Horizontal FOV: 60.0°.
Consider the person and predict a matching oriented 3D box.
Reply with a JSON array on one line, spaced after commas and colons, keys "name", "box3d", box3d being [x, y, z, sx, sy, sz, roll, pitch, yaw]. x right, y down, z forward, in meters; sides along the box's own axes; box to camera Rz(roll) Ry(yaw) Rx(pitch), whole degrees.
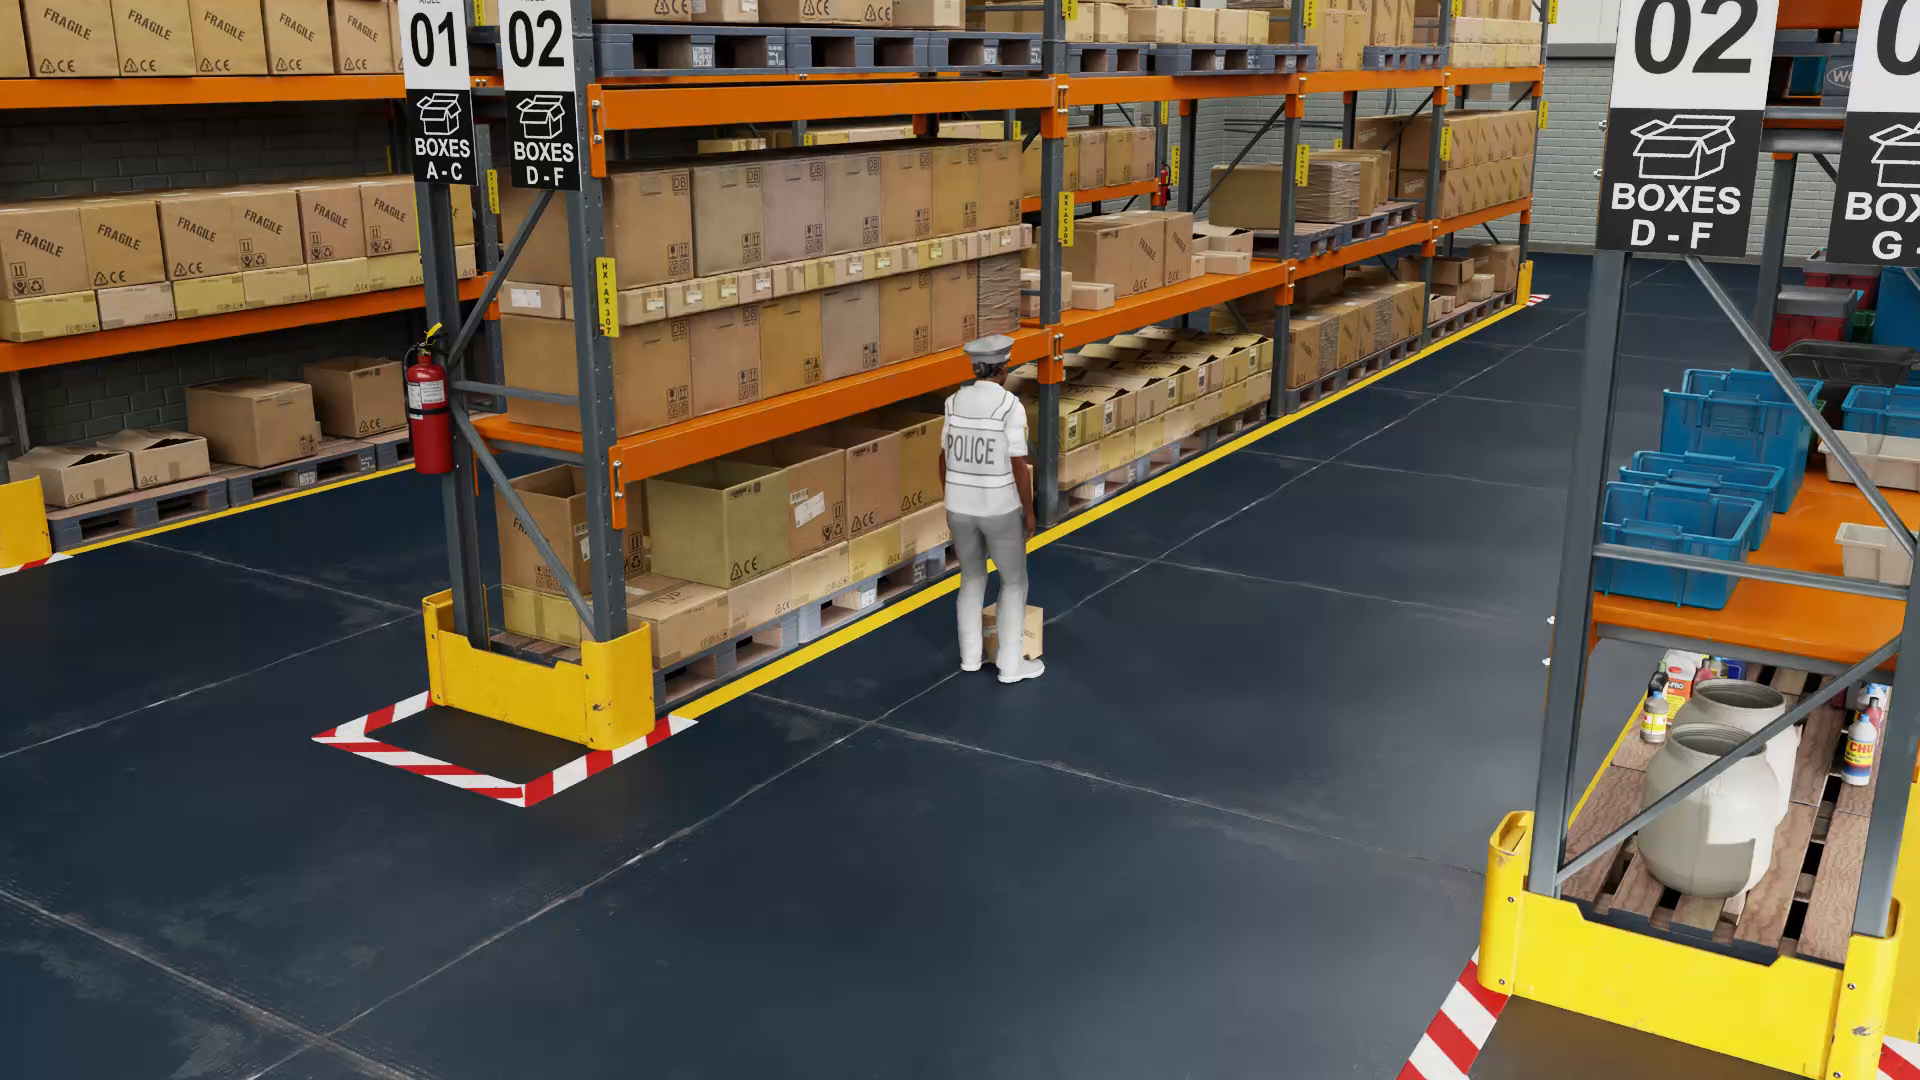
[{"name": "person", "box3d": [0.144, -0.145, 8.035, 0.511, 1.657, 0.426, 8, 18, 27]}]
